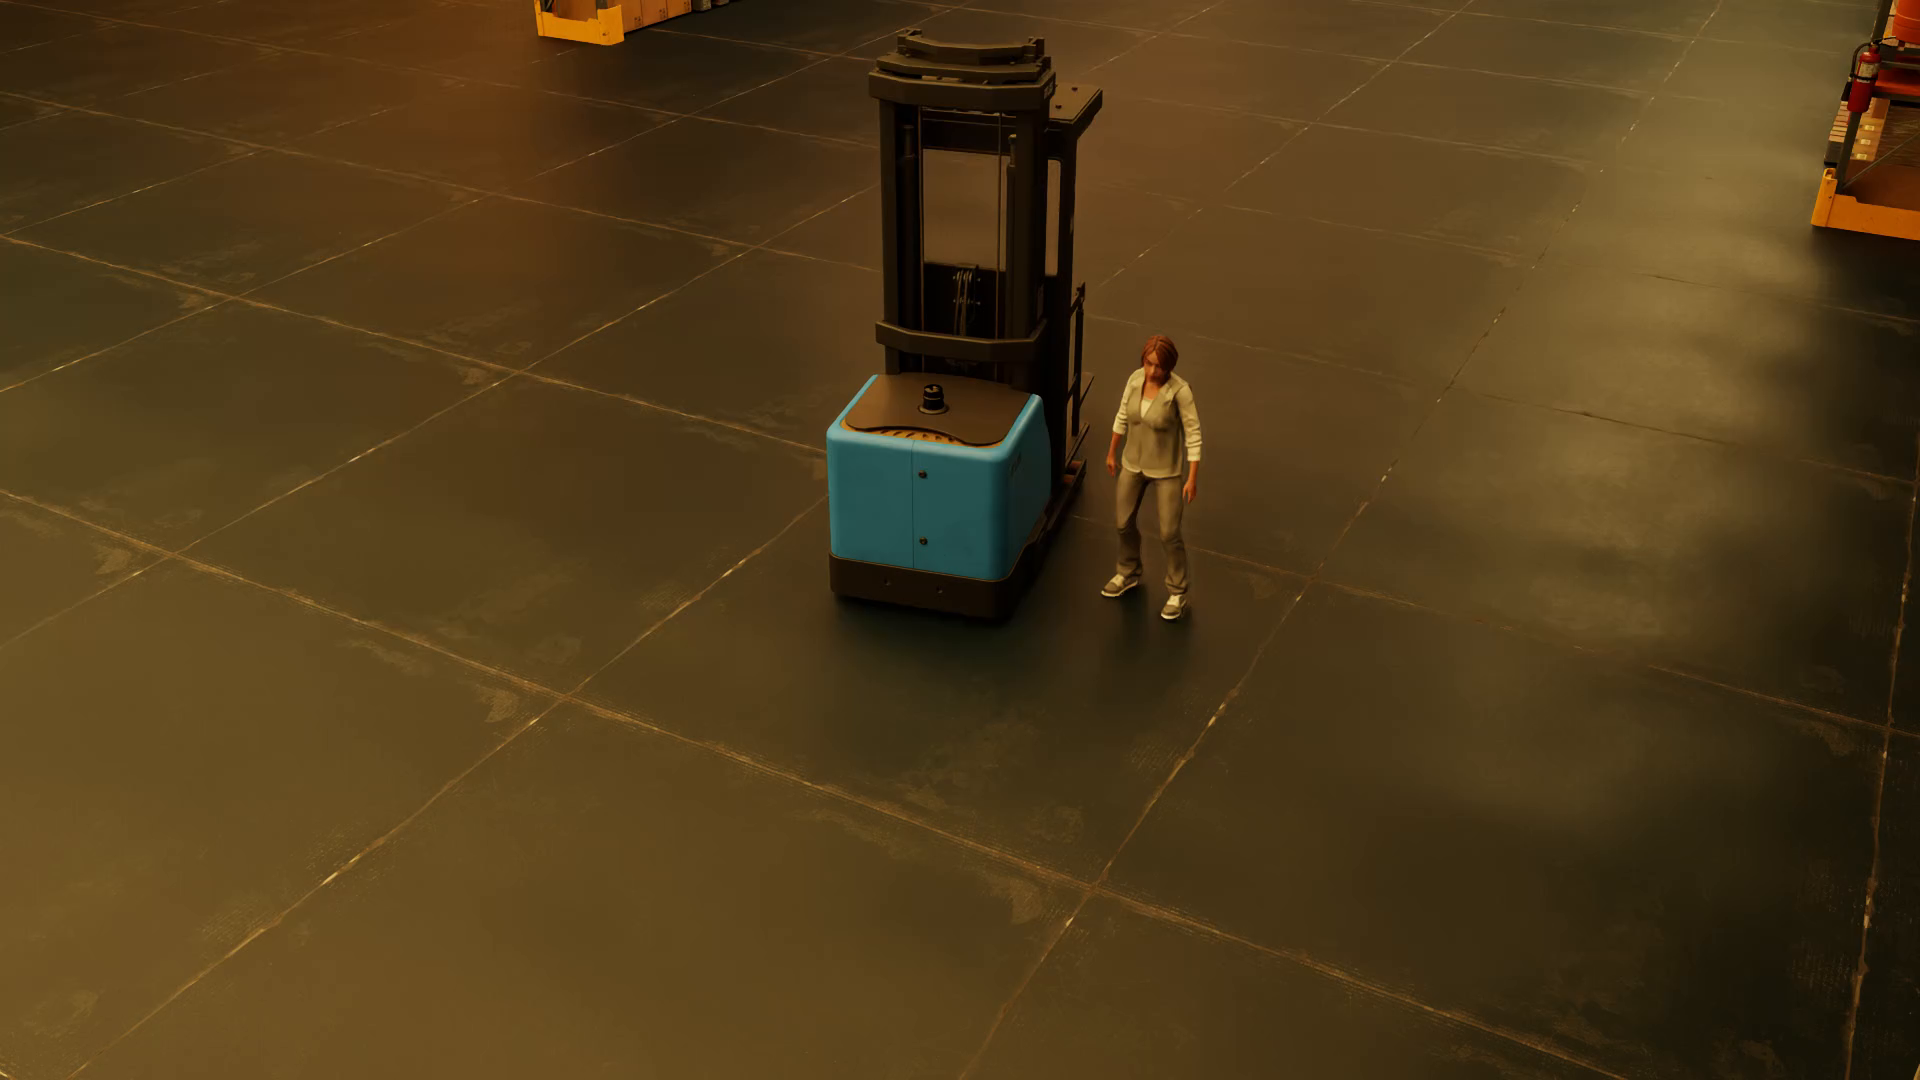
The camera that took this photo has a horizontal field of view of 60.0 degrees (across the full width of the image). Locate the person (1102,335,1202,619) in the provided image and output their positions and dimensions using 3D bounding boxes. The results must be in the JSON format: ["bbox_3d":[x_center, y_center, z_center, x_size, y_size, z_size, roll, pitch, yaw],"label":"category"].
[{"bbox_3d":[1.042,-0.371,9.060,0.583,1.587,0.359,19,35,29],"label":"person"}]

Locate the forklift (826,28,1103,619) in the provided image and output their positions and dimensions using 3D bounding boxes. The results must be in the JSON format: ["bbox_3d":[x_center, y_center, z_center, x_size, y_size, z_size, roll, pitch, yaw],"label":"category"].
[{"bbox_3d":[0.174,-1.562,9.777,1.130,2.935,3.031,8,31,14],"label":"forklift"}]
